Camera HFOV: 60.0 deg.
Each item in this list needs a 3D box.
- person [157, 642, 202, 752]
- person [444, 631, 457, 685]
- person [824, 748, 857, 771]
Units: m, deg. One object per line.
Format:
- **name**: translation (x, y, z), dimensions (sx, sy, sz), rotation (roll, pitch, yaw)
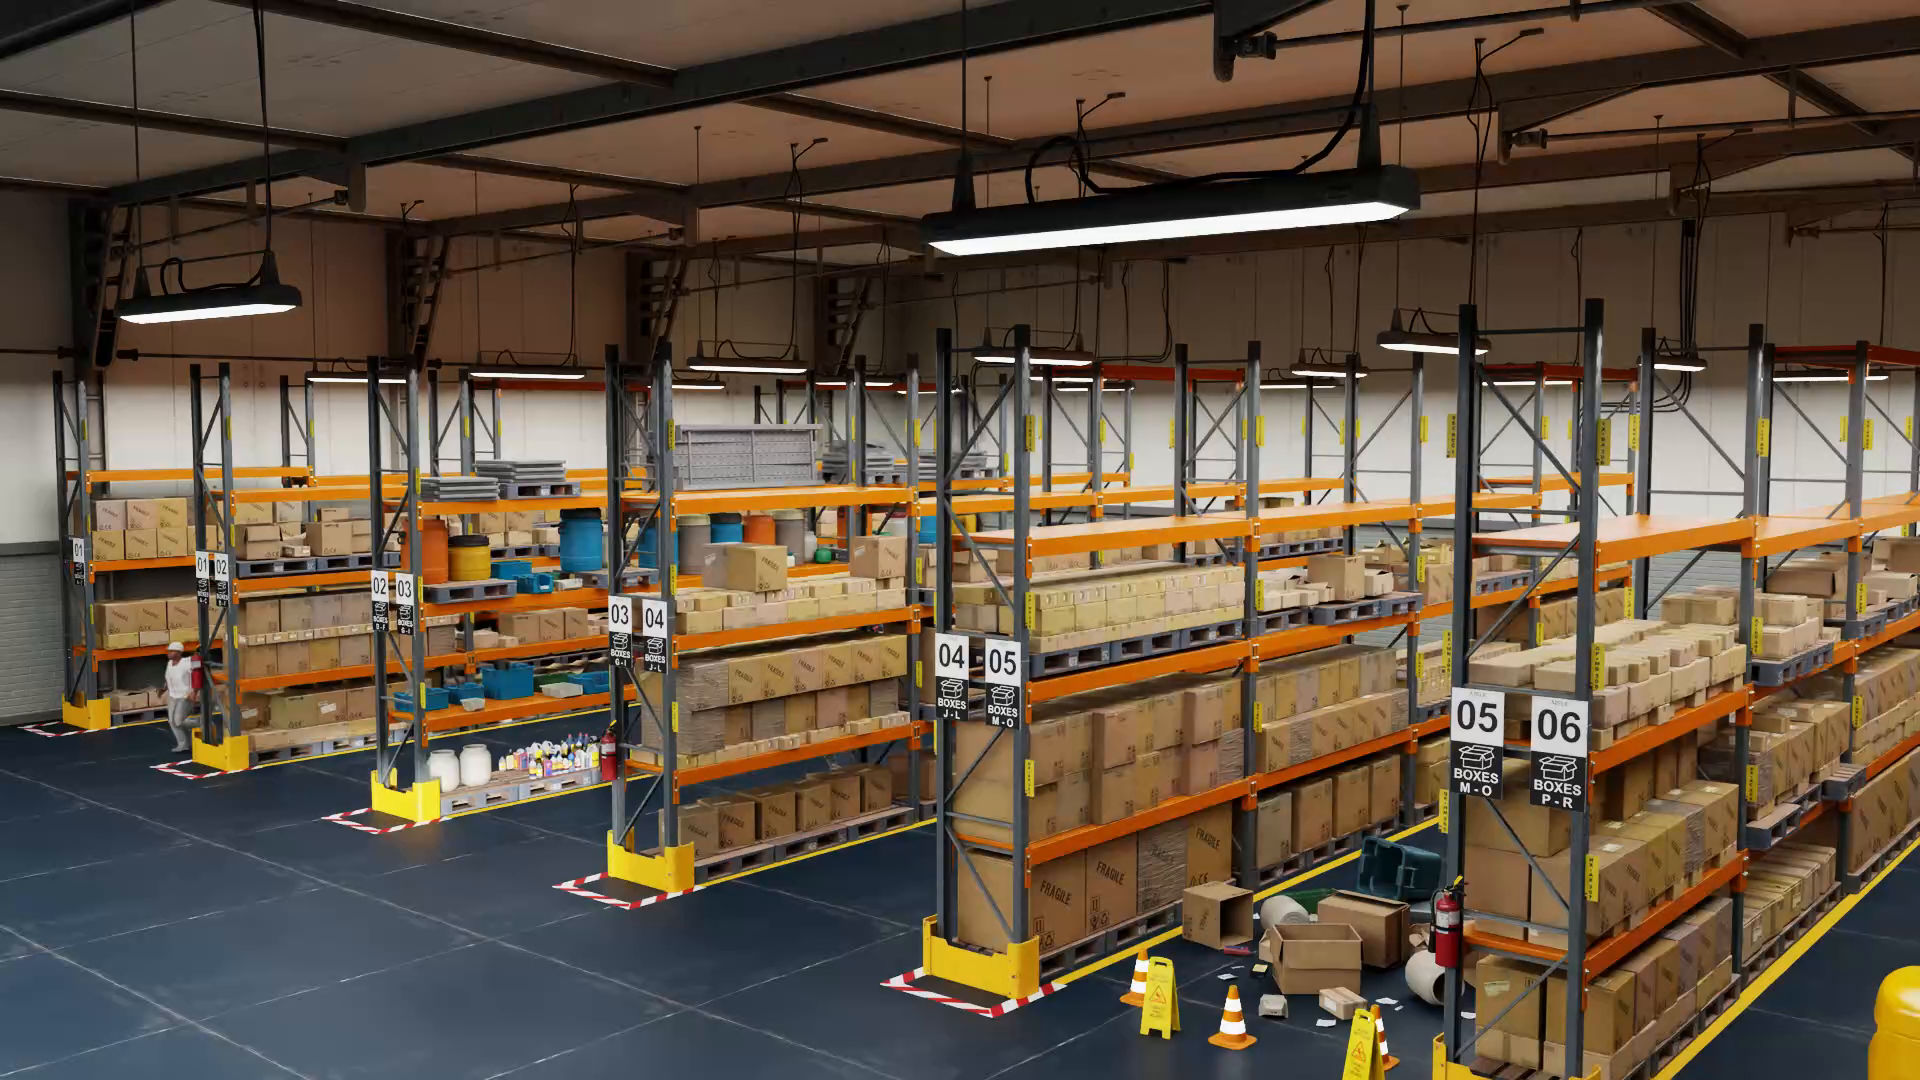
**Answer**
- **person**: translation (-12.116, 2.433, 25.906), dimensions (0.692, 1.718, 0.605), rotation (2, 5, 25)
- **person**: translation (-9.397, 2.161, 30.190), dimensions (0.577, 1.626, 0.719), rotation (2, 5, 29)
- **person**: translation (-1.657, 2.601, 23.425), dimensions (0.668, 1.741, 0.937), rotation (3, 5, 36)
